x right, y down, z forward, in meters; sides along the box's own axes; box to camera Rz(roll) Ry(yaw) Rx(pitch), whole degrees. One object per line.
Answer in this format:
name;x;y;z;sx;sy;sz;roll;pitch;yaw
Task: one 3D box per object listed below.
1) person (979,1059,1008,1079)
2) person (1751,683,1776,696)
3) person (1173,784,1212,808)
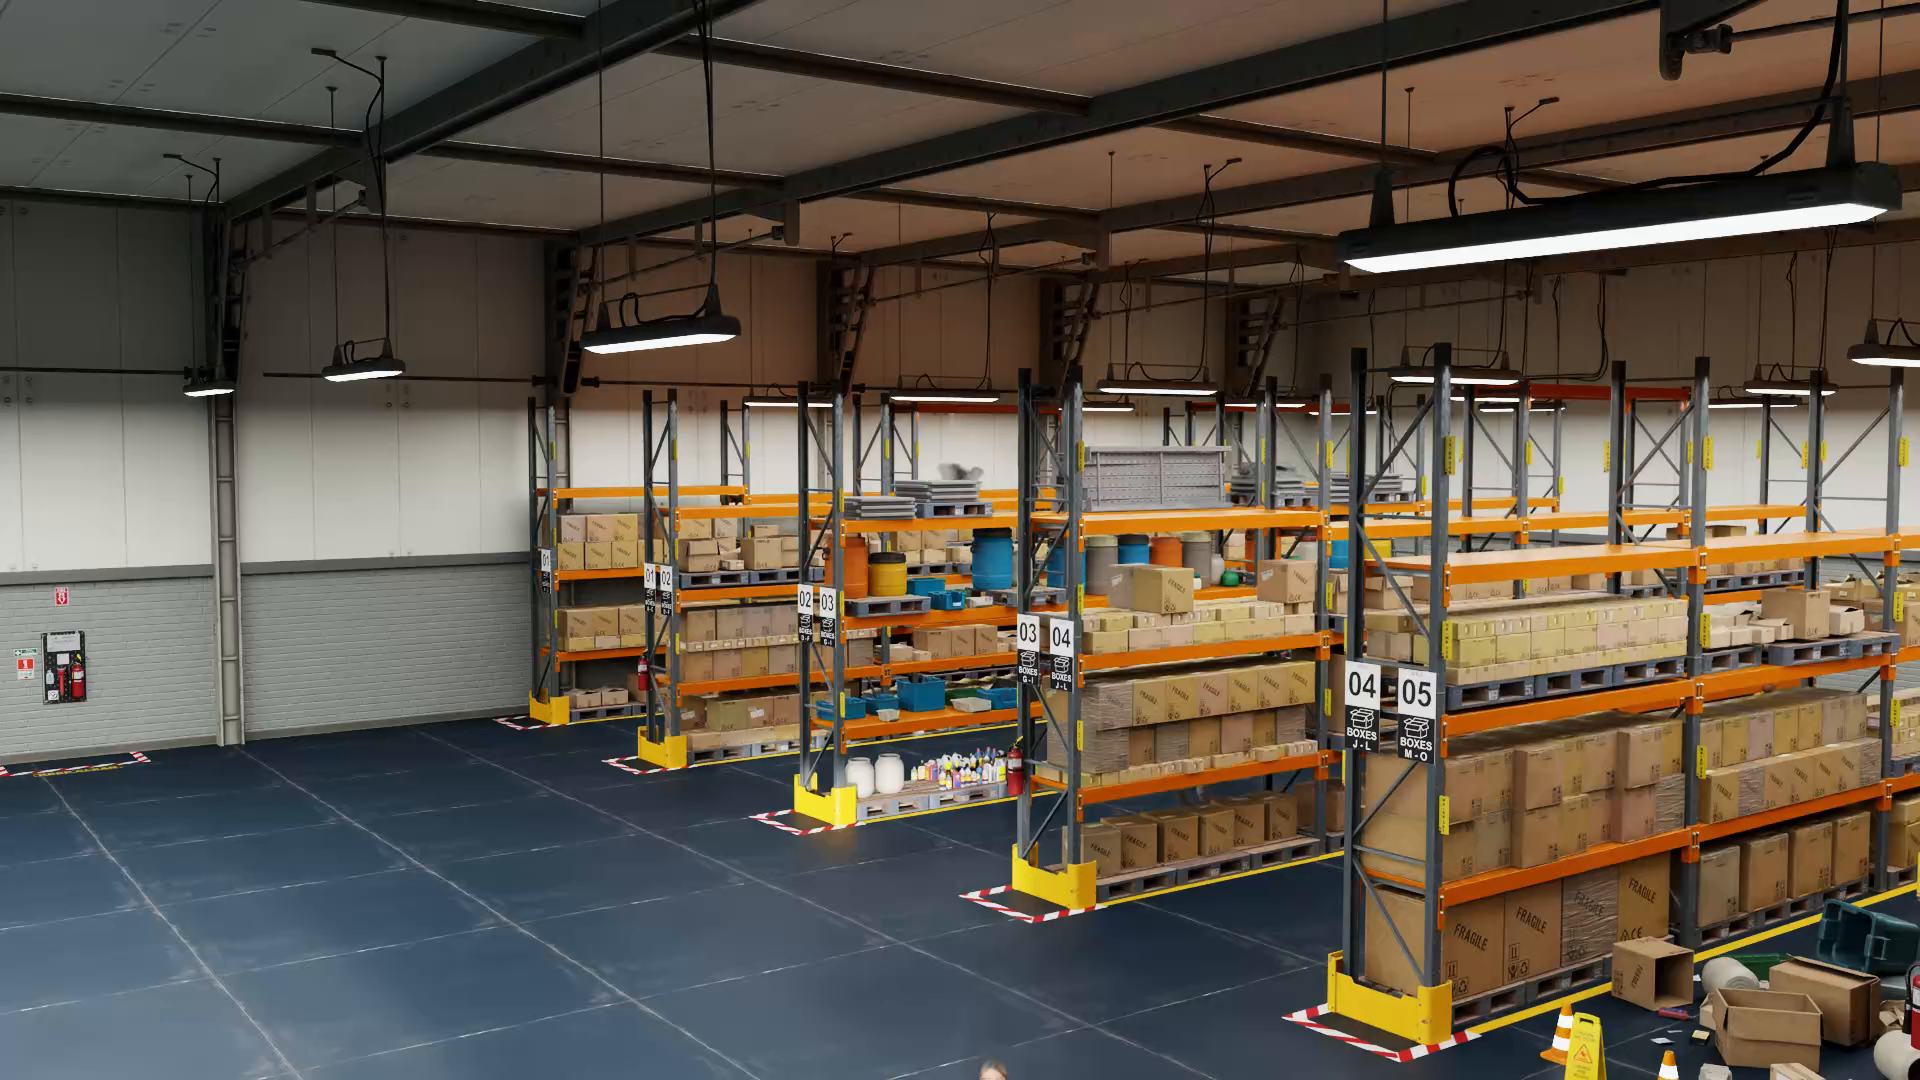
person;0.214;3.792;9.396;0.557;1.710;0.729;0;3;7
person;11.935;2.852;24.569;0.699;1.726;0.701;3;5;44
person;3.147;2.980;22.178;0.751;1.813;0.635;-3;5;-43
